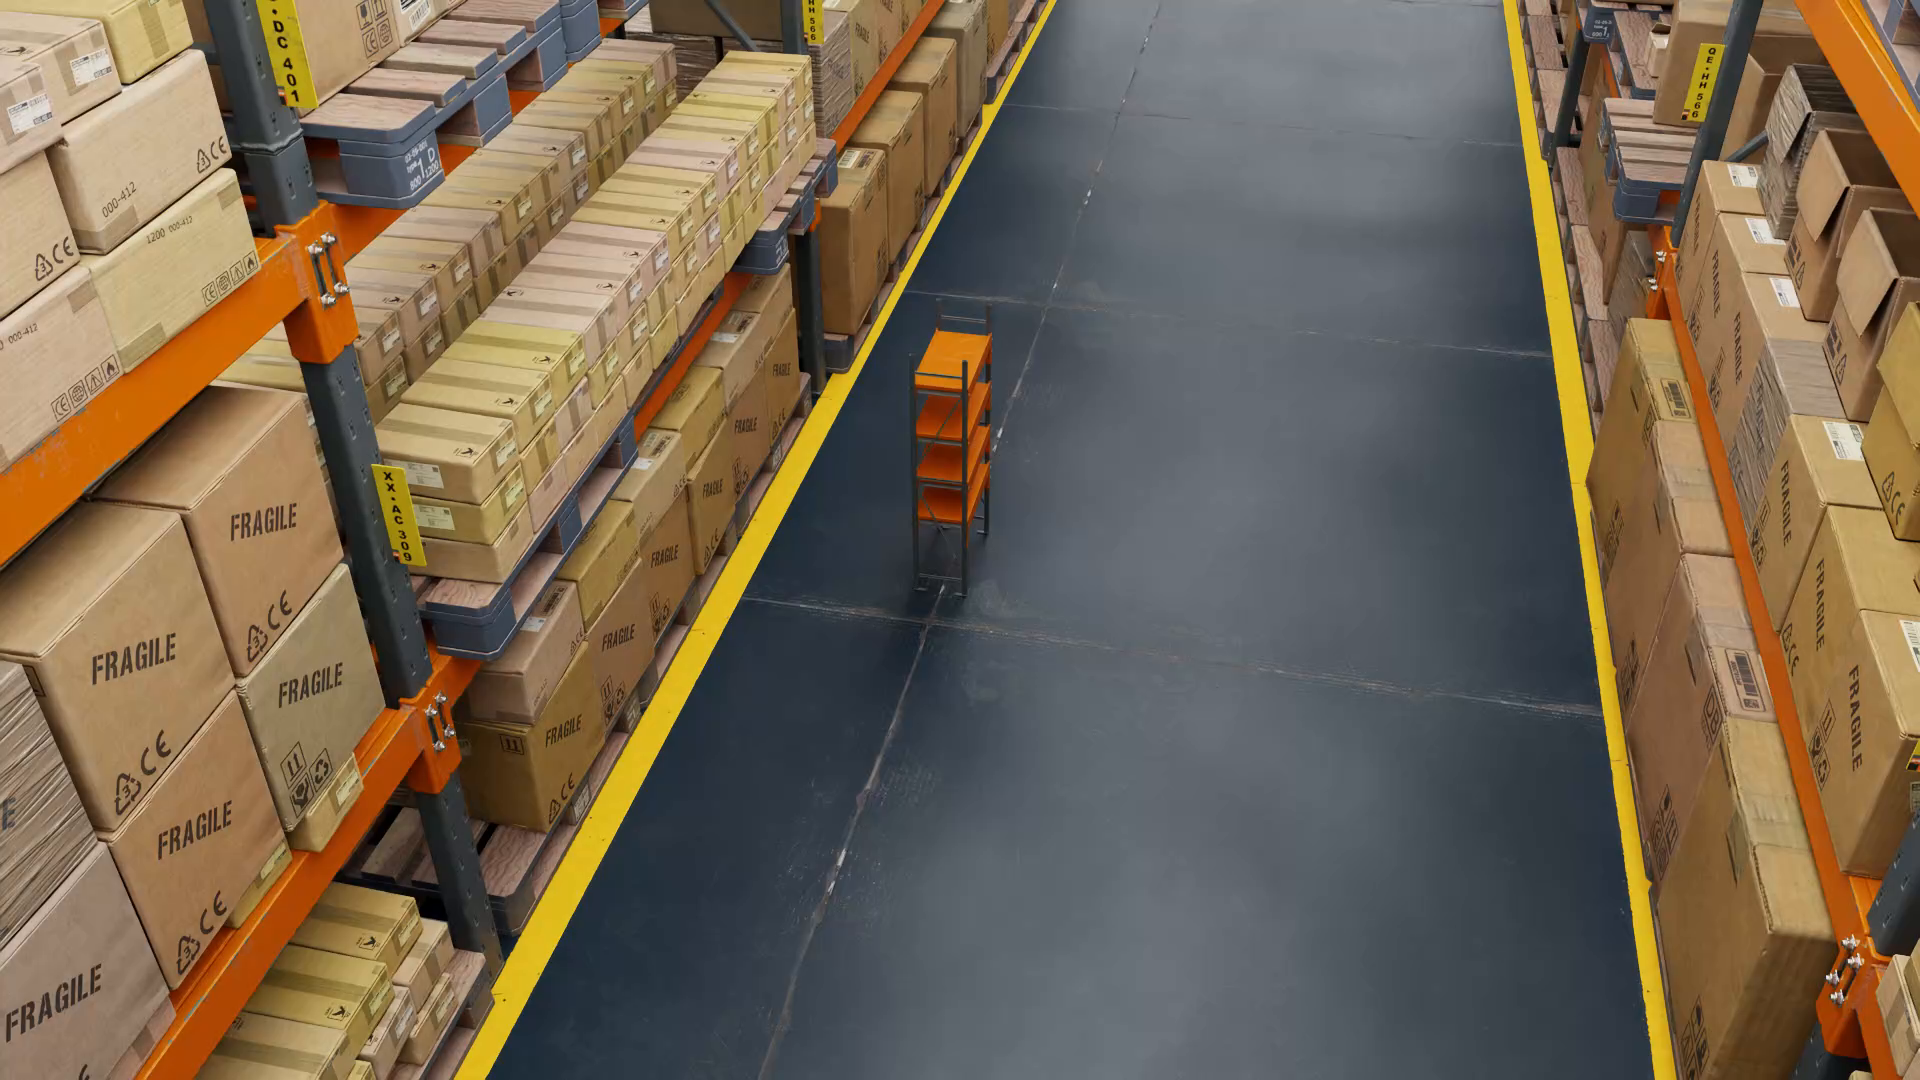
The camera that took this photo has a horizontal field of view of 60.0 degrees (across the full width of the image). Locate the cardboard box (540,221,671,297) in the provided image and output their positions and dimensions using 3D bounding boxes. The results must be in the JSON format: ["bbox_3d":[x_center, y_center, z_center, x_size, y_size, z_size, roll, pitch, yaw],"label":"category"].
[{"bbox_3d":[-1.259,-0.997,5.919,0.380,0.149,0.250,9,37,12],"label":"cardboard box"}]

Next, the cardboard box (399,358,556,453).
[{"bbox_3d":[-1.481,-0.416,5.118,0.380,0.149,0.250,8,37,11],"label":"cardboard box"}]

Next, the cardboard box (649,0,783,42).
[{"bbox_3d":[-1.108,-2.773,8.083,0.700,0.500,0.500,7,37,10],"label":"cardboard box"}]

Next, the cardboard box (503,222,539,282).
[{"bbox_3d":[-1.840,-1.115,6.335,0.380,0.149,0.250,9,37,12],"label":"cardboard box"}]

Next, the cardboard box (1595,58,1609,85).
[{"bbox_3d":[4.590,-3.067,11.198,0.500,0.500,0.500,6,36,9],"label":"cardboard box"}]

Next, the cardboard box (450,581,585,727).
[{"bbox_3d":[-1.652,0.370,5.817,0.500,0.250,0.500,6,36,8],"label":"cardboard box"}]

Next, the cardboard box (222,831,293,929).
[{"bbox_3d":[-1.964,0.824,4.272,0.380,0.149,0.250,9,37,12],"label":"cardboard box"}]

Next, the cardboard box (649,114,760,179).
[{"bbox_3d":[-1.035,-1.595,6.744,0.380,0.149,0.250,8,37,11],"label":"cardboard box"}]

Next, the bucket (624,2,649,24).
[{"bbox_3d":[-2.582,-4.022,12.237,0.726,0.611,0.620,20,51,26],"label":"bucket"}]

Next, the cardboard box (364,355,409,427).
[{"bbox_3d":[-2.065,-0.513,5.505,0.380,0.149,0.250,9,37,12],"label":"cardboard box"}]

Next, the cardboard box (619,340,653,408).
[{"bbox_3d":[-1.315,-0.607,5.888,0.380,0.149,0.250,6,36,8],"label":"cardboard box"}]

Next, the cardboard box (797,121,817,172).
[{"bbox_3d":[-0.870,-1.799,7.533,0.380,0.149,0.250,8,37,11],"label":"cardboard box"}]

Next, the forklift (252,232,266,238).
[{"bbox_3d":[-3.199,-1.564,7.411,1.130,2.935,3.031,7,36,9],"label":"forklift"}]

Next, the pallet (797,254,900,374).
[{"bbox_3d":[-0.971,-1.385,9.481,1.003,0.211,1.213,7,37,10],"label":"pallet"}]

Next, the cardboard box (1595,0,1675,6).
[{"bbox_3d":[4.159,-3.660,9.375,1.000,1.000,1.000,8,37,10],"label":"cardboard box"}]

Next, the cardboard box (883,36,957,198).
[{"bbox_3d":[-0.613,-2.704,10.484,1.050,0.750,0.750,7,37,10],"label":"cardboard box"}]

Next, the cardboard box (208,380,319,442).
[{"bbox_3d":[-2.173,-0.342,5.015,0.380,0.149,0.250,9,37,12],"label":"cardboard box"}]

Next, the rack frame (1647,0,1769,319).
[{"bbox_3d":[3.611,-1.392,7.114,1.000,3.000,0.127,7,37,10],"label":"rack frame"}]

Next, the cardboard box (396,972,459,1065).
[{"bbox_3d":[-1.818,1.473,5.232,0.380,0.149,0.250,8,37,11],"label":"cardboard box"}]

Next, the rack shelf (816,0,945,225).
[{"bbox_3d":[-0.786,-2.927,9.845,1.077,0.370,4.000,7,37,10],"label":"rack shelf"}]

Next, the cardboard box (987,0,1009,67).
[{"bbox_3d":[-0.156,-4.026,12.202,0.875,0.875,0.875,8,37,11],"label":"cardboard box"}]

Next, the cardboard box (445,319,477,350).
[{"bbox_3d":[-1.958,-0.695,6.009,0.380,0.149,0.250,6,36,8],"label":"cardboard box"}]

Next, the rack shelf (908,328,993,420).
[{"bbox_3d":[-0.035,-0.709,7.036,0.258,0.148,0.480,7,37,10],"label":"rack shelf"}]

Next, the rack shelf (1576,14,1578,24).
[{"bbox_3d":[4.892,-4.540,12.072,1.077,0.370,4.000,7,37,10],"label":"rack shelf"}]

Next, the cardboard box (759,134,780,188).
[{"bbox_3d":[-0.983,-1.616,7.026,0.380,0.149,0.250,8,37,11],"label":"cardboard box"}]

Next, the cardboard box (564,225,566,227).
[{"bbox_3d":[-1.731,-1.292,6.833,0.380,0.149,0.250,8,37,11],"label":"cardboard box"}]

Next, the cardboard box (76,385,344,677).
[{"bbox_3d":[-1.904,-0.041,4.059,0.500,0.500,0.500,6,36,8],"label":"cardboard box"}]

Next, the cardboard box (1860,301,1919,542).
[{"bbox_3d":[3.043,-0.305,4.674,0.797,0.503,0.637,8,37,10],"label":"cardboard box"}]

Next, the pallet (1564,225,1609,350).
[{"bbox_3d":[4.042,-1.408,9.513,1.003,0.211,1.213,7,37,10],"label":"pallet"}]

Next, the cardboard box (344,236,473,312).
[{"bbox_3d":[-1.947,-0.935,5.834,0.380,0.149,0.250,6,36,8],"label":"cardboard box"}]

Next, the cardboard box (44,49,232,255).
[{"bbox_3d":[-1.918,-0.838,3.496,0.500,0.250,0.500,6,36,8],"label":"cardboard box"}]

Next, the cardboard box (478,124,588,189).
[{"bbox_3d":[-1.726,-1.538,6.666,0.380,0.149,0.250,9,37,12],"label":"cardboard box"}]

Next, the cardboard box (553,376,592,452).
[{"bbox_3d":[-1.426,-0.432,5.393,0.380,0.149,0.250,8,37,11],"label":"cardboard box"}]

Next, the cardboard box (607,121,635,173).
[{"bbox_3d":[-1.622,-1.699,7.141,0.380,0.149,0.250,6,36,9],"label":"cardboard box"}]

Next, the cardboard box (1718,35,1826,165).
[{"bbox_3d":[3.687,-1.917,7.396,0.500,0.500,0.500,3,36,4],"label":"cardboard box"}]

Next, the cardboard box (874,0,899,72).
[{"bbox_3d":[-0.640,-2.916,9.133,0.500,0.500,0.500,7,37,10],"label":"cardboard box"}]

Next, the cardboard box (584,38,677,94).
[{"bbox_3d":[-1.502,-2.138,7.493,0.380,0.149,0.250,7,37,10],"label":"cardboard box"}]

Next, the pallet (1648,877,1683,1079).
[{"bbox_3d":[2.848,1.579,5.392,1.003,0.211,1.213,7,37,10],"label":"pallet"}]

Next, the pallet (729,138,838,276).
[{"bbox_3d":[-1.261,-1.572,7.526,1.213,0.211,1.003,7,37,10],"label":"pallet"}]

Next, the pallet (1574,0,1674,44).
[{"bbox_3d":[4.160,-3.187,9.755,1.003,0.211,1.213,7,37,10],"label":"pallet"}]

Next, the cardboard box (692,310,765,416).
[{"bbox_3d":[-1.200,-0.817,7.455,0.500,0.250,0.500,8,37,11],"label":"cardboard box"}]

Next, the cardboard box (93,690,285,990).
[{"bbox_3d":[-2.007,0.671,3.929,0.500,0.500,0.500,6,36,9],"label":"cardboard box"}]

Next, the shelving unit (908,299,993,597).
[{"bbox_3d":[-0.035,-0.391,7.267,0.258,1.200,0.503,7,37,10],"label":"shelving unit"}]

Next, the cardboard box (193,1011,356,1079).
[{"bbox_3d":[-1.951,1.497,4.693,0.380,0.149,0.250,7,37,10],"label":"cardboard box"}]

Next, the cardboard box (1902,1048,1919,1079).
[{"bbox_3d":[2.312,1.282,3.640,0.380,0.149,0.250,6,36,8],"label":"cardboard box"}]

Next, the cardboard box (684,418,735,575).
[{"bbox_3d":[-1.310,-0.217,7.266,0.500,0.500,0.500,6,36,8],"label":"cardboard box"}]

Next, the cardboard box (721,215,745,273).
[{"bbox_3d":[-1.092,-1.213,6.724,0.380,0.149,0.250,6,36,8],"label":"cardboard box"}]

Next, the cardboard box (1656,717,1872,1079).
[{"bbox_3d":[2.874,1.222,4.960,1.225,0.875,0.875,7,37,10],"label":"cardboard box"}]

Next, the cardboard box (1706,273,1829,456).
[{"bbox_3d":[3.027,-0.598,5.933,0.500,0.500,0.500,7,36,9],"label":"cardboard box"}]

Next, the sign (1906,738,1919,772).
[{"bbox_3d":[2.224,0.402,3.720,0.100,0.325,0.005,7,37,10],"label":"sign"}]

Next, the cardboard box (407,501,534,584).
[{"bbox_3d":[-1.534,-0.015,5.071,0.380,0.149,0.250,6,36,8],"label":"cardboard box"}]

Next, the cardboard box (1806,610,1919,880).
[{"bbox_3d":[2.589,0.558,4.338,0.500,0.500,0.500,7,37,10],"label":"cardboard box"}]

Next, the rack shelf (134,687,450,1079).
[{"bbox_3d":[-2.495,1.660,3.517,1.077,0.370,4.000,7,37,10],"label":"rack shelf"}]

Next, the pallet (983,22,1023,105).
[{"bbox_3d":[-0.120,-3.662,12.623,1.003,0.211,1.213,7,37,10],"label":"pallet"}]

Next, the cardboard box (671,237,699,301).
[{"bbox_3d":[-1.202,-1.032,6.221,0.380,0.149,0.250,7,36,9],"label":"cardboard box"}]

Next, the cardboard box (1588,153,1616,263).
[{"bbox_3d":[4.074,-1.910,9.584,0.700,0.500,0.500,4,36,6],"label":"cardboard box"}]
